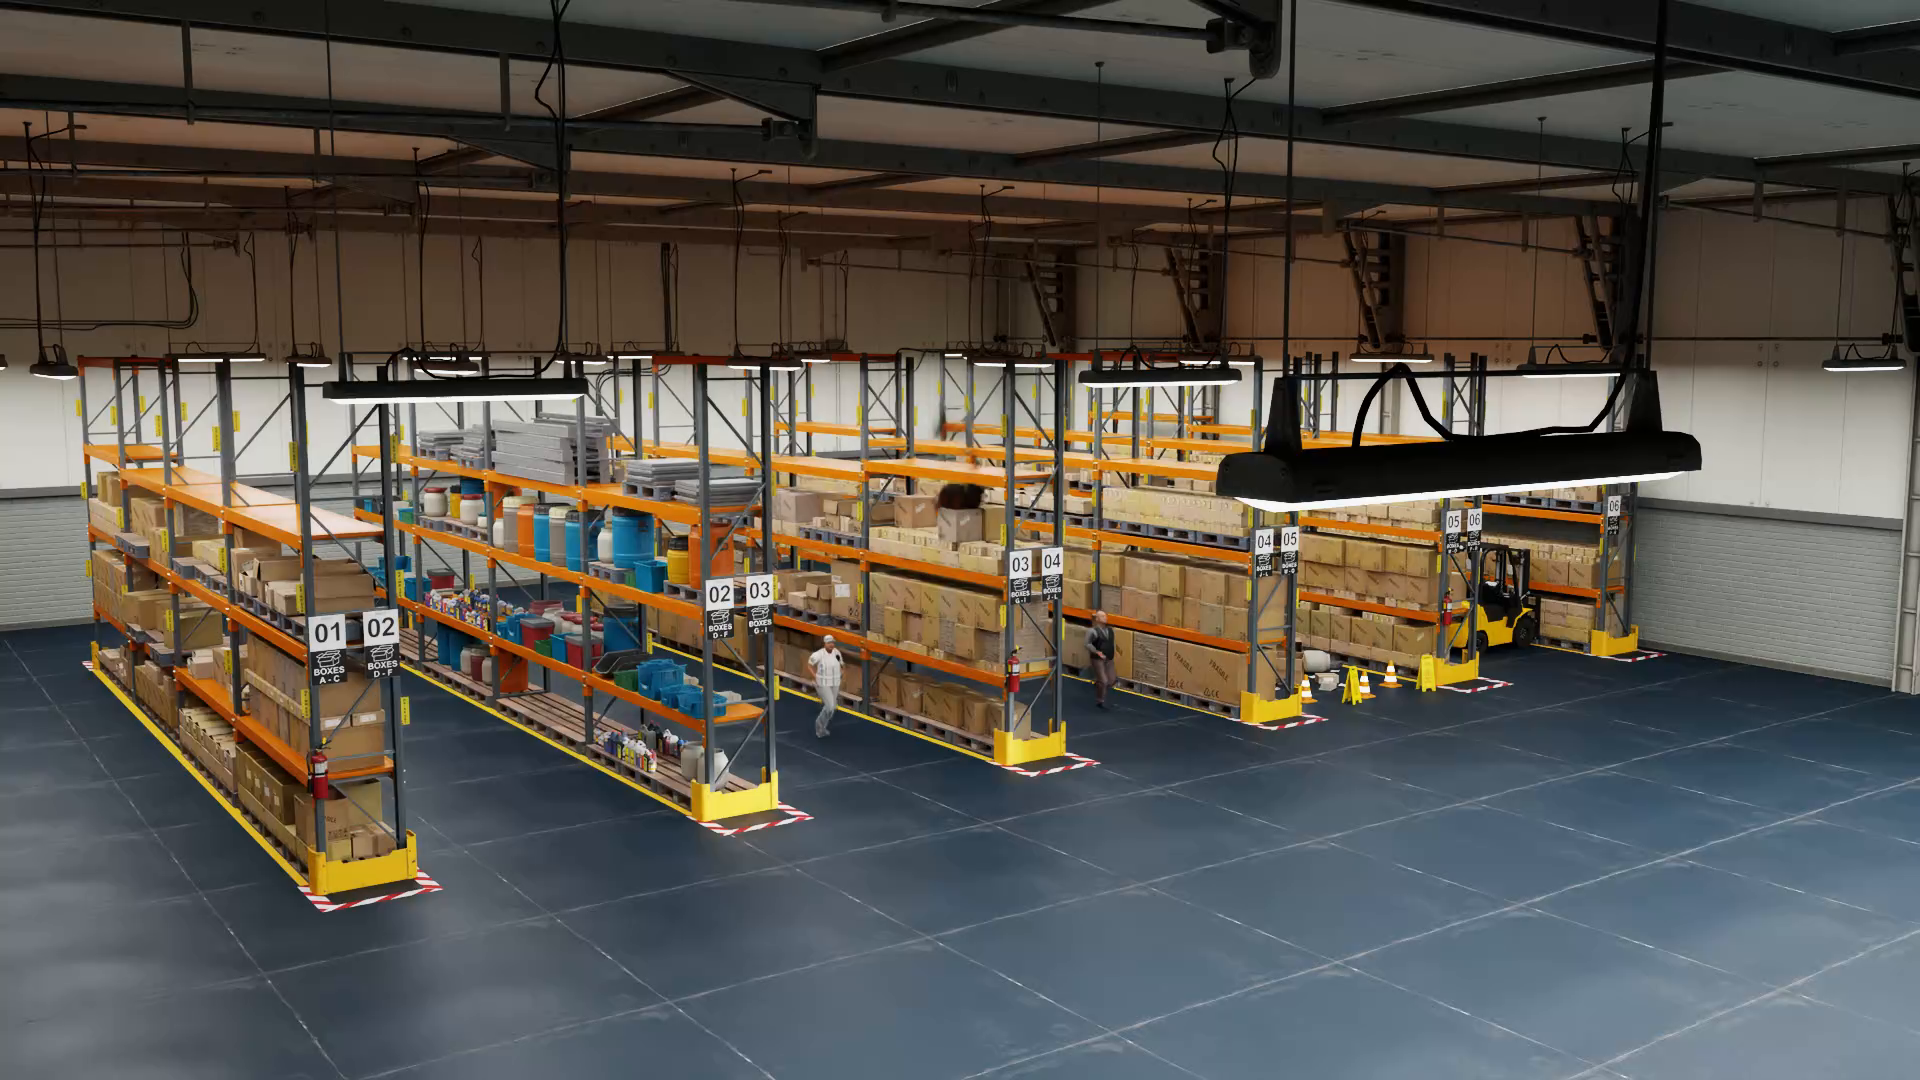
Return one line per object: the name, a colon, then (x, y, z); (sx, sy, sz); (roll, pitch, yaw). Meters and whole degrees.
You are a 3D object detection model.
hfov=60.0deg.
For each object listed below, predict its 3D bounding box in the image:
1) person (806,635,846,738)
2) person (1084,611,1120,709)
person: (-2.065, 2.324, 26.416); (0.581, 1.658, 0.630); (-5, 9, -38)
person: (2.429, 2.050, 28.569); (0.661, 1.681, 0.585); (-4, 8, -32)
